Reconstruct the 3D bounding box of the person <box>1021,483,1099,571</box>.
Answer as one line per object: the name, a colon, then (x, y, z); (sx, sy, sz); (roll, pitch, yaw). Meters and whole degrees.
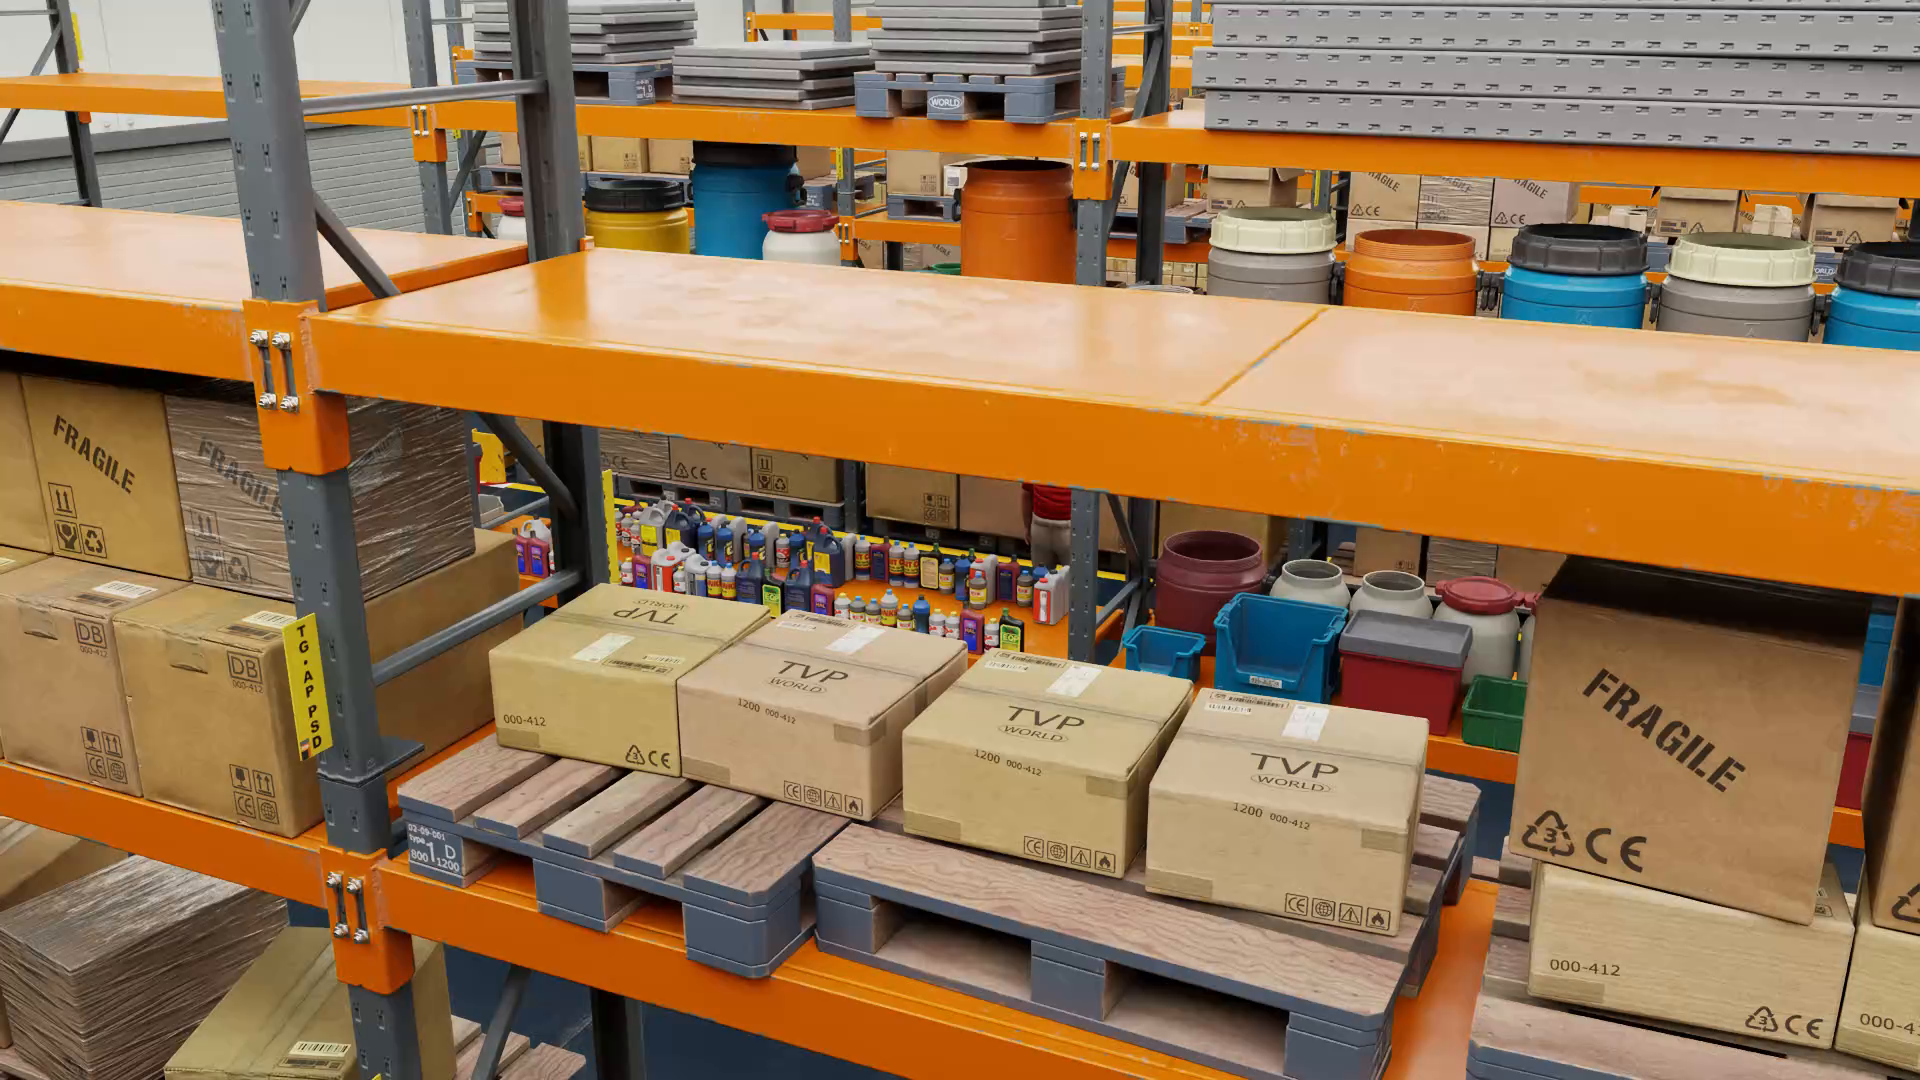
person: (0.737, -0.050, 12.232); (0.585, 1.726, 0.392); (8, 21, 23)
